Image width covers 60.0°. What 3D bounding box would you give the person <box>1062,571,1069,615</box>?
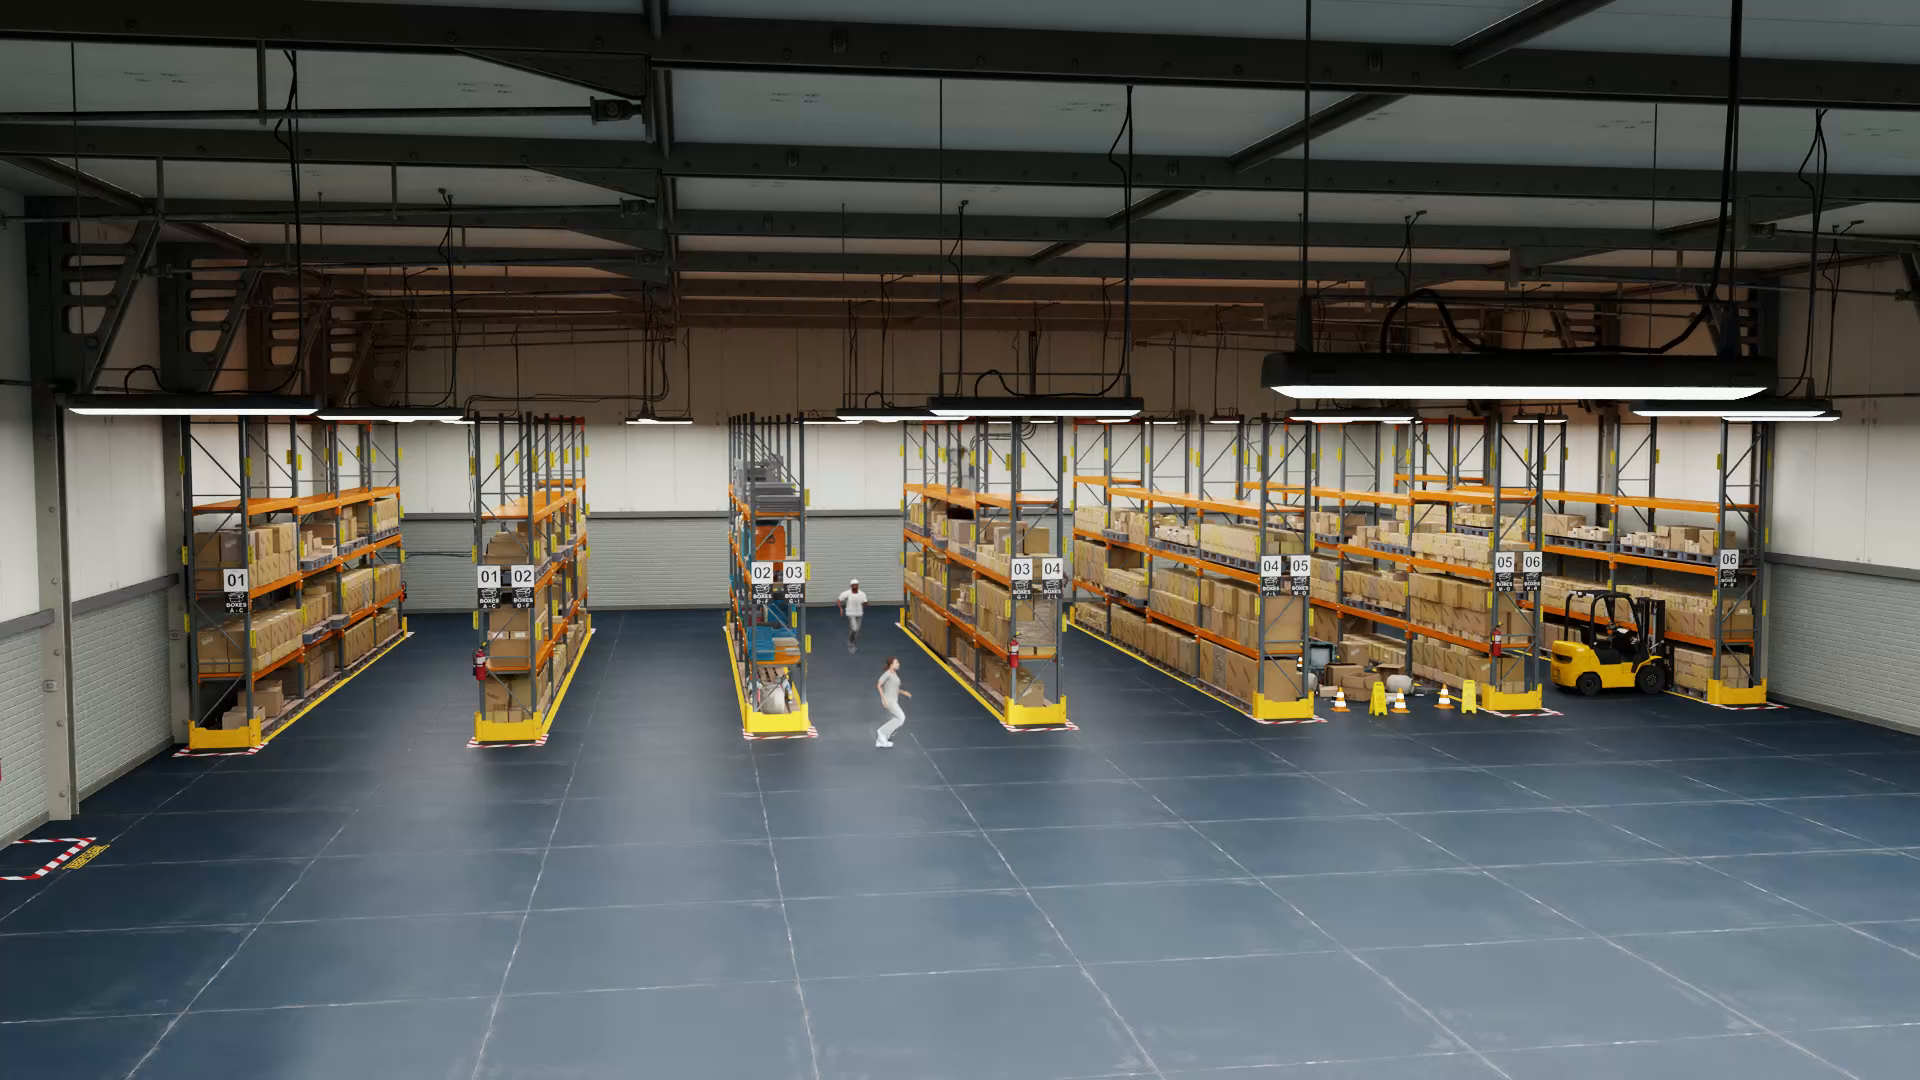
[{"bbox_3d":[2.813,1.510,49.320,0.874,1.803,0.759,-1,4,-18],"label":"person"}]

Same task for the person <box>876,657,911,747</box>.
[{"bbox_3d":[-1.197,2.887,29.662,0.633,1.619,0.549,1,4,14],"label":"person"}]

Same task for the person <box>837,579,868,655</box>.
[{"bbox_3d":[-2.538,1.854,40.137,0.675,1.823,0.687,-2,4,-29],"label":"person"}]
